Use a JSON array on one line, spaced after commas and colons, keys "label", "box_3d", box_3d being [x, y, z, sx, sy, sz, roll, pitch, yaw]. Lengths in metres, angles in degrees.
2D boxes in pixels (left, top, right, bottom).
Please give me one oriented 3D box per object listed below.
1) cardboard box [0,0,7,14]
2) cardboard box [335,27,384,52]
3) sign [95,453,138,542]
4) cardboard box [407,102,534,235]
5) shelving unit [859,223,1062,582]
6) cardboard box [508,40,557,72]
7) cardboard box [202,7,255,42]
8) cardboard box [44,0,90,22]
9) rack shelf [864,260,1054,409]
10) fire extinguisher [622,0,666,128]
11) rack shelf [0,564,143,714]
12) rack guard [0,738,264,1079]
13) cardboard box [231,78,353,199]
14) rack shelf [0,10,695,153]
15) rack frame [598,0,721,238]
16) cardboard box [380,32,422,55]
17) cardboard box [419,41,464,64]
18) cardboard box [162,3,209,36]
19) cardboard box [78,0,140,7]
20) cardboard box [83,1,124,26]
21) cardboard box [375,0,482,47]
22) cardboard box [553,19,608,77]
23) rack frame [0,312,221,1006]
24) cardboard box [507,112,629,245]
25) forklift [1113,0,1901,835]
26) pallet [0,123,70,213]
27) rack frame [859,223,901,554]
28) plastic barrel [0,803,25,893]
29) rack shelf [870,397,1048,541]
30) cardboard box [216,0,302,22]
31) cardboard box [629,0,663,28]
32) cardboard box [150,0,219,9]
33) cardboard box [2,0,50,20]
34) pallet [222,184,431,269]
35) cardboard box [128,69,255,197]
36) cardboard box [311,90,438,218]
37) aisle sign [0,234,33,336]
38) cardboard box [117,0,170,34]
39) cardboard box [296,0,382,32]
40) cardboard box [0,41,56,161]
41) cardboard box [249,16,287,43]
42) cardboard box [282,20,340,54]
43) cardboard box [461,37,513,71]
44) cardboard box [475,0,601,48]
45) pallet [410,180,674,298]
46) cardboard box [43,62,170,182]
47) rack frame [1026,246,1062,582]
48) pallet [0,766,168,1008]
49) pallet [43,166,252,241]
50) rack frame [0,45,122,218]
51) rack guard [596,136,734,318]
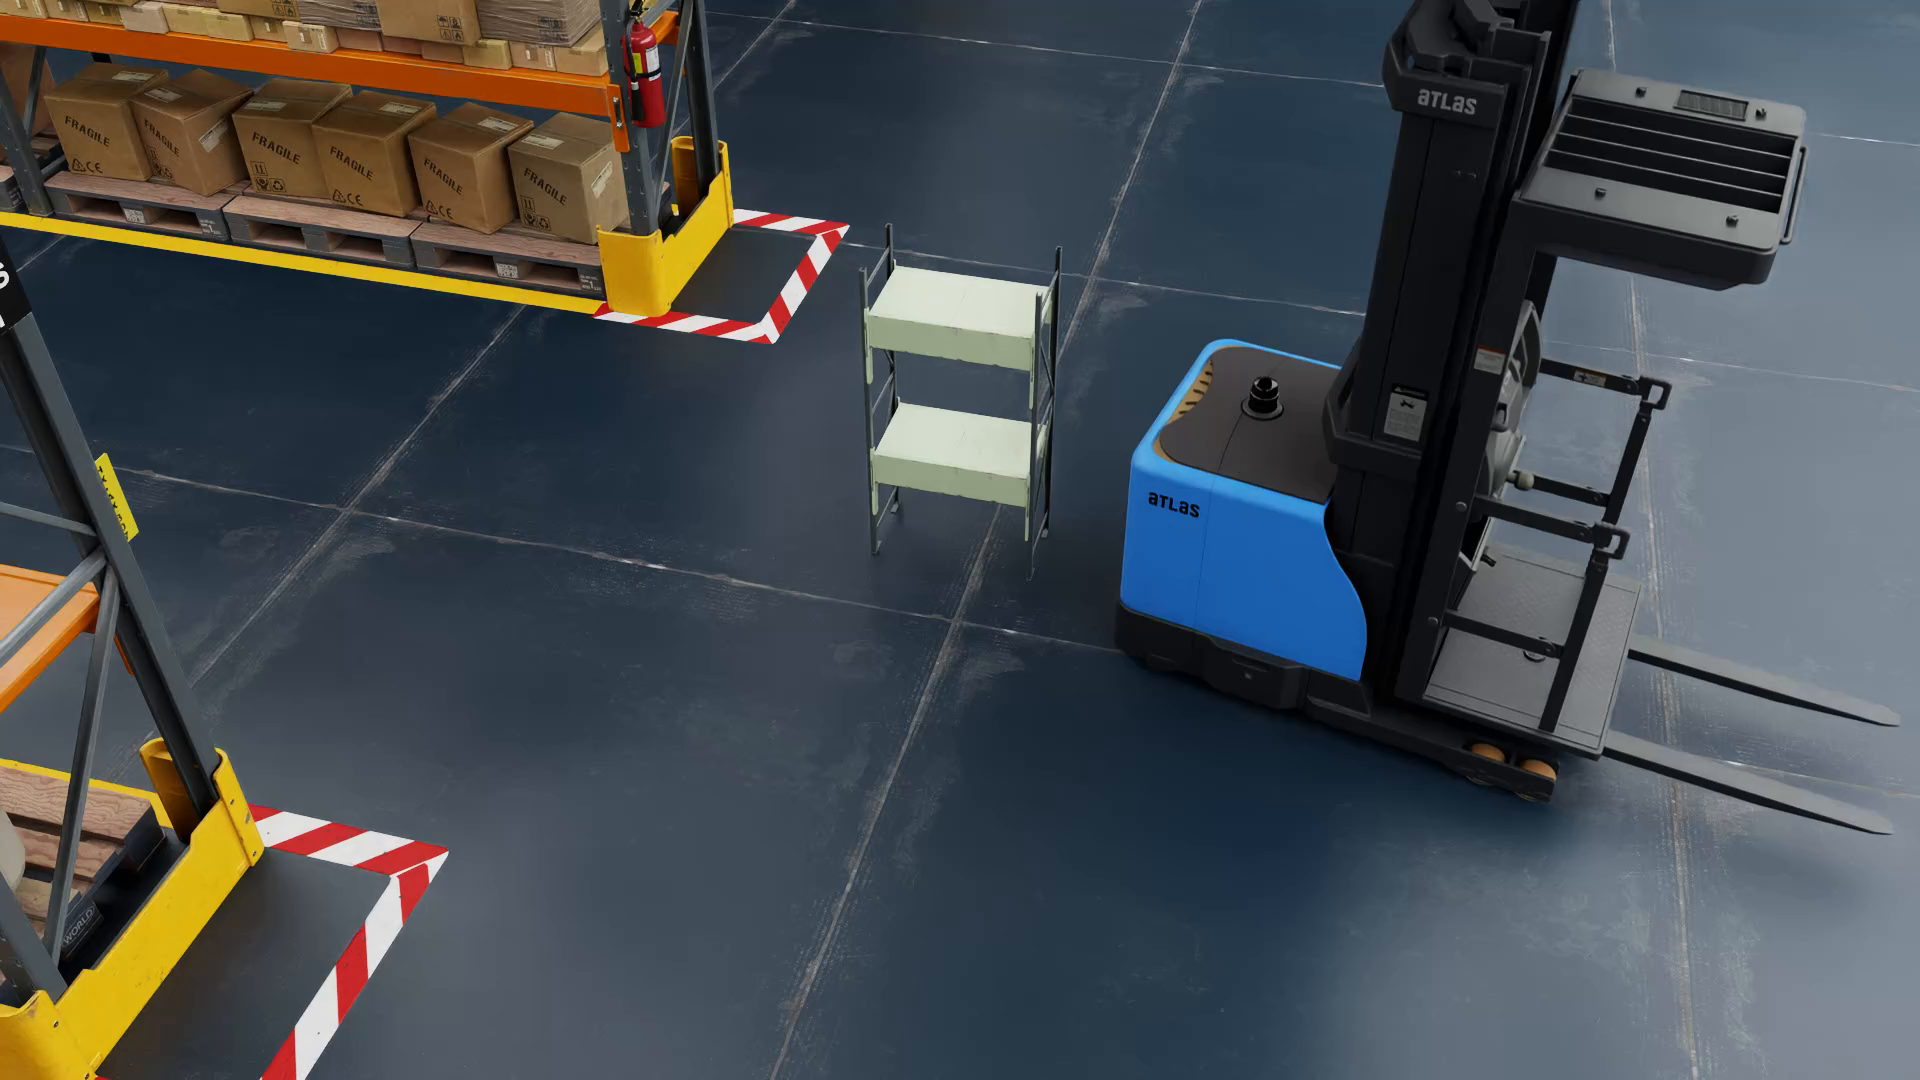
[{"label": "cardboard box", "box_3d": [-5.326, -3.098, 9.301, 0.250, 0.149, 0.380, 10, 41, 11]}, {"label": "cardboard box", "box_3d": [-3.132, -2.772, 8.914, 0.250, 0.149, 0.380, 10, 41, 11]}, {"label": "sign", "box_3d": [-2.725, -0.122, 5.347, 0.005, 0.325, 0.100, 10, 41, 11]}, {"label": "cardboard box", "box_3d": [-2.777, -2.148, 9.592, 0.500, 0.500, 0.500, 20, 44, 23]}, {"label": "shelving unit", "box_3d": [0.006, -0.573, 7.266, 0.755, 1.500, 0.431, 10, 41, 11]}, {"label": "cardboard box", "box_3d": [-2.162, -2.616, 8.728, 0.250, 0.149, 0.380, 10, 41, 11]}, {"label": "cardboard box", "box_3d": [-3.873, -2.857, 9.014, 0.250, 0.149, 0.380, 10, 41, 11]}, {"label": "cardboard box", "box_3d": [-4.839, -3.024, 9.213, 0.250, 0.149, 0.380, 10, 41, 11]}, {"label": "rack shelf", "box_3d": [0.006, -0.872, 7.015, 0.720, 0.370, 0.431, 10, 41, 11]}, {"label": "fire extinguisher", "box_3d": [-1.600, -2.417, 8.355, 0.183, 0.674, 0.296, 10, 41, 11]}, {"label": "rack shelf", "box_3d": [-4.804, 0.268, 5.657, 4.000, 0.370, 1.077, 10, 41, 11]}, {"label": "rack guard", "box_3d": [-2.957, 1.299, 5.814, 0.348, 0.500, 1.175, 10, 41, 11]}, {"label": "cardboard box", "box_3d": [-3.904, -2.384, 9.873, 0.500, 0.500, 0.500, 6, 40, 8]}, {"label": "rack shelf", "box_3d": [-3.524, -2.809, 9.321, 4.000, 0.370, 1.077, 10, 41, 11]}, {"label": "rack frame", "box_3d": [-1.592, -2.752, 8.694, 0.127, 3.000, 1.000, 10, 41, 11]}, {"label": "cardboard box", "box_3d": [-2.885, -2.745, 8.881, 0.250, 0.149, 0.380, 10, 41, 11]}, {"label": "cardboard box", "box_3d": [-2.654, -2.677, 8.801, 0.250, 0.149, 0.380, 10, 41, 11]}, {"label": "cardboard box", "box_3d": [-4.112, -2.905, 9.072, 0.250, 0.149, 0.380, 10, 41, 11]}, {"label": "cardboard box", "box_3d": [-4.563, -3.351, 9.098, 0.500, 0.500, 0.875, 10, 41, 11]}, {"label": "cardboard box", "box_3d": [-4.595, -2.988, 9.171, 0.250, 0.149, 0.380, 10, 41, 11]}, {"label": "cardboard box", "box_3d": [-2.630, -3.021, 8.706, 0.500, 0.500, 0.875, 10, 41, 11]}, {"label": "cardboard box", "box_3d": [-1.920, -2.575, 8.678, 0.250, 0.149, 0.380, 10, 41, 11]}, {"label": "rack frame", "box_3d": [-2.872, 0.325, 5.030, 0.127, 3.000, 1.000, 10, 41, 11]}, {"label": "cardboard box", "box_3d": [-2.190, -2.069, 9.499, 0.500, 0.500, 0.500, 17, 43, 19]}, {"label": "forklift", "box_3d": [2.213, -0.489, 6.053, 3.031, 2.935, 1.130, 17, 43, 20]}, {"label": "pallet", "box_3d": [-6.208, -2.477, 10.536, 1.213, 0.211, 1.003, 10, 41, 11]}, {"label": "rack frame", "box_3d": [-0.347, -0.634, 7.339, 0.023, 1.500, 0.400, 10, 41, 11]}, {"label": "plastic barrel", "box_3d": [-3.527, 1.055, 5.769, 0.421, 0.512, 0.421, 0, 40, 0]}, {"label": "rack shelf", "box_3d": [0.006, -0.324, 7.476, 0.720, 0.370, 0.431, 10, 41, 11]}, {"label": "cardboard box", "box_3d": [-3.582, -3.221, 8.944, 0.500, 0.500, 0.875, 10, 41, 11]}, {"label": "cardboard box", "box_3d": [-1.805, -2.851, 9.008, 0.250, 0.149, 0.380, 10, 41, 11]}, {"label": "cardboard box", "box_3d": [-4.054, -3.330, 9.074, 0.500, 0.500, 0.875, 10, 41, 11]}, {"label": "cardboard box", "box_3d": [-5.088, -3.048, 9.242, 0.250, 0.149, 0.380, 10, 41, 11]}, {"label": "pallet", "box_3d": [-3.615, -2.058, 10.036, 1.213, 0.211, 1.003, 10, 41, 11]}, {"label": "cardboard box", "box_3d": [-4.524, -2.438, 9.938, 0.500, 0.500, 0.500, 23, 45, 25]}, {"label": "cardboard box", "box_3d": [-3.377, -2.263, 9.730, 0.500, 0.500, 0.500, 13, 42, 15]}, {"label": "aisle sign", "box_3d": [-2.727, -0.840, 4.396, 0.004, 0.787, 0.394, 10, 41, 11]}, {"label": "cardboard box", "box_3d": [-4.364, -2.921, 9.091, 0.250, 0.149, 0.380, 10, 41, 11]}, {"label": "cardboard box", "box_3d": [-3.102, -3.131, 8.836, 0.500, 0.500, 0.875, 10, 41, 11]}, {"label": "cardboard box", "box_3d": [-6.043, -2.743, 10.286, 0.500, 0.500, 0.700, 7, 41, 8]}, {"label": "cardboard box", "box_3d": [-3.620, -2.843, 8.999, 0.250, 0.149, 0.380, 10, 41, 11]}, {"label": "cardboard box", "box_3d": [-3.396, -2.759, 8.898, 0.250, 0.149, 0.380, 10, 41, 11]}, {"label": "cardboard box", "box_3d": [-2.416, -2.626, 8.740, 0.250, 0.149, 0.380, 10, 41, 11]}, {"label": "cardboard box", "box_3d": [-2.116, -3.012, 8.695, 0.500, 0.500, 0.875, 10, 41, 11]}, {"label": "pallet", "box_3d": [-2.441, -1.853, 9.793, 1.213, 0.211, 1.003, 10, 41, 11]}, {"label": "cardboard box", "box_3d": [-5.080, -2.529, 10.046, 0.500, 0.500, 0.500, 9, 41, 10]}, {"label": "rack frame", "box_3d": [0.360, -0.512, 7.194, 0.023, 1.500, 0.400, 10, 41, 11]}, {"label": "pallet", "box_3d": [-3.741, 1.272, 6.072, 1.213, 0.211, 1.003, 10, 41, 11]}, {"label": "pallet", "box_3d": [-4.798, -2.259, 10.276, 1.213, 0.211, 1.003, 10, 41, 11]}, {"label": "rack frame", "box_3d": [-5.456, -3.417, 9.486, 0.127, 3.000, 1.000, 10, 41, 11]}, {"label": "rack guard", "box_3d": [-1.665, -1.807, 9.513, 0.348, 0.500, 1.175, 10, 41, 11]}]
